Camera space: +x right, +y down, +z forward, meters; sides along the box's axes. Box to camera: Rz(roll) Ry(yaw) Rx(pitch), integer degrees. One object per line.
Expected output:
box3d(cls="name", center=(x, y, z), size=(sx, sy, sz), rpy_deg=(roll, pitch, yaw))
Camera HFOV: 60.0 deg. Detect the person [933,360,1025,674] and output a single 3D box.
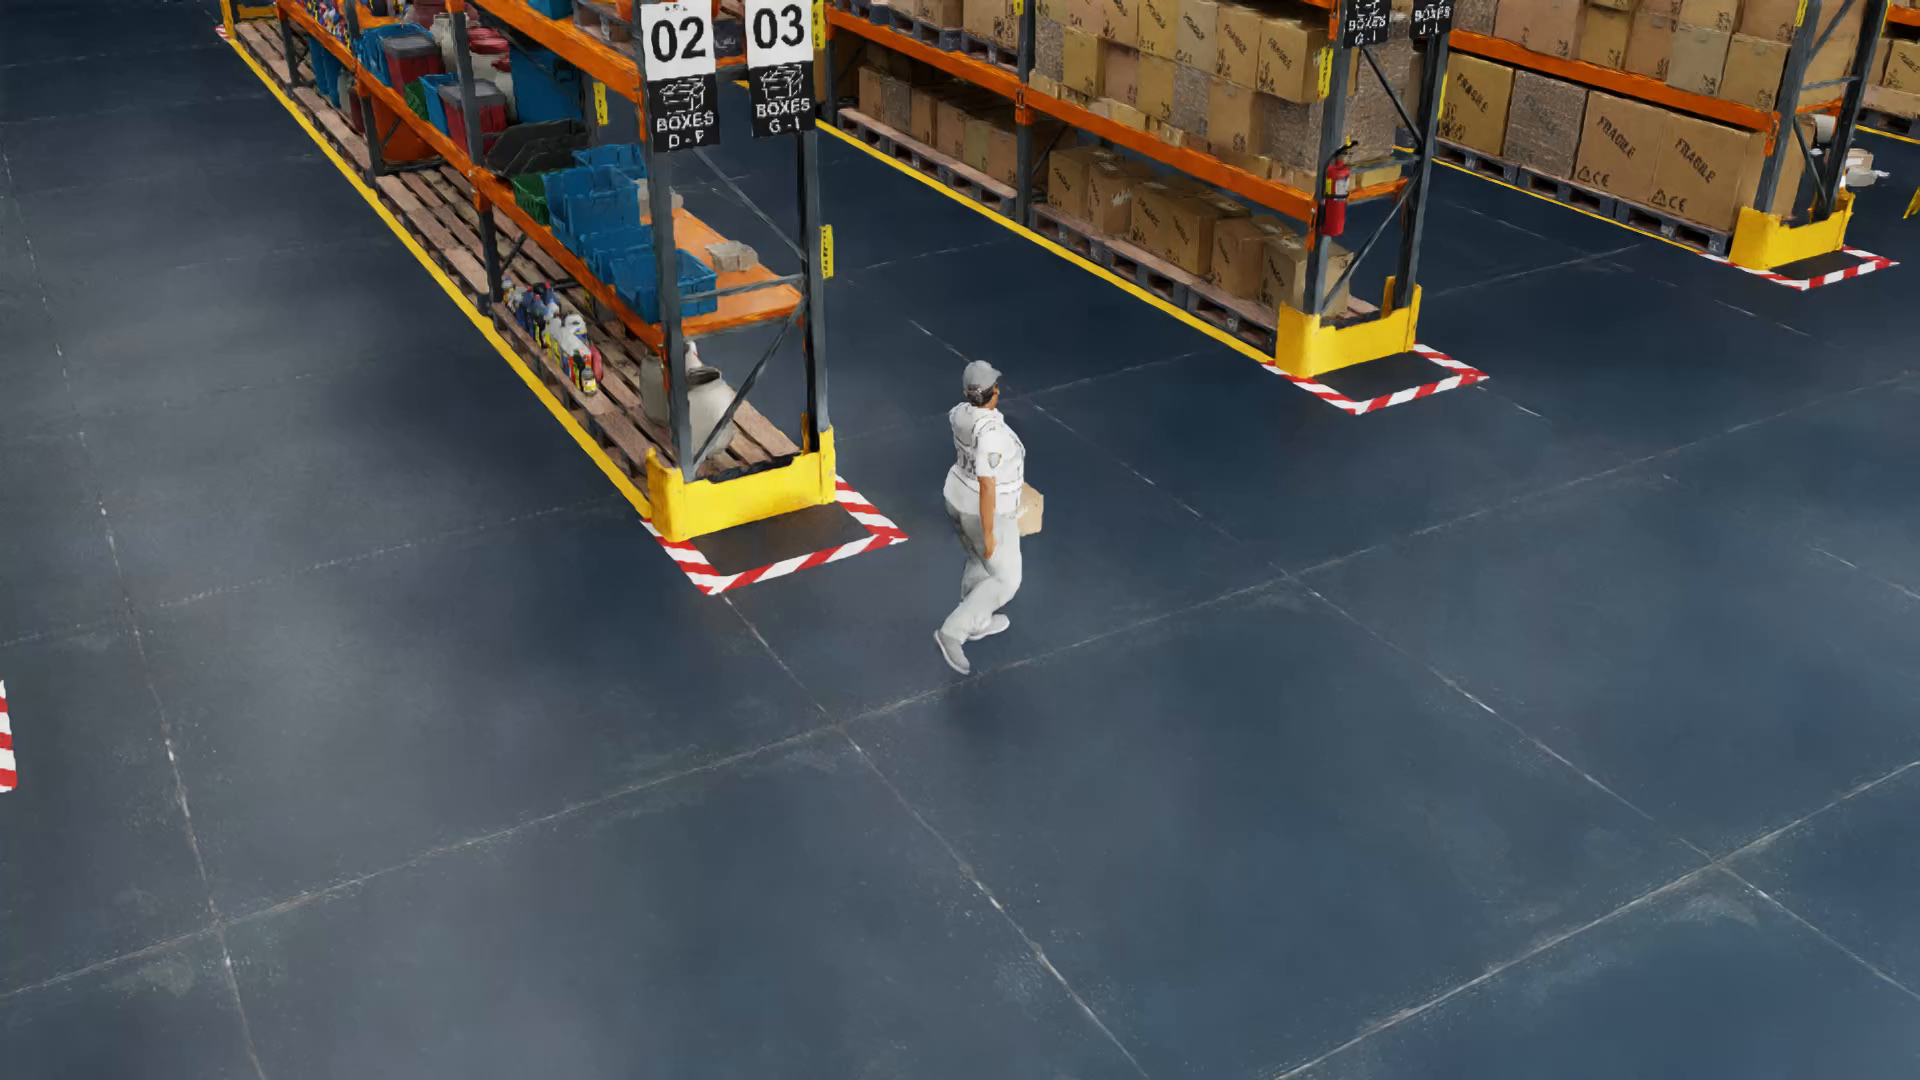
box3d(cls="person", center=(0.081, -0.111, 8.761), size=(0.586, 1.659, 0.681), rpy_deg=(-13, 32, -21))
